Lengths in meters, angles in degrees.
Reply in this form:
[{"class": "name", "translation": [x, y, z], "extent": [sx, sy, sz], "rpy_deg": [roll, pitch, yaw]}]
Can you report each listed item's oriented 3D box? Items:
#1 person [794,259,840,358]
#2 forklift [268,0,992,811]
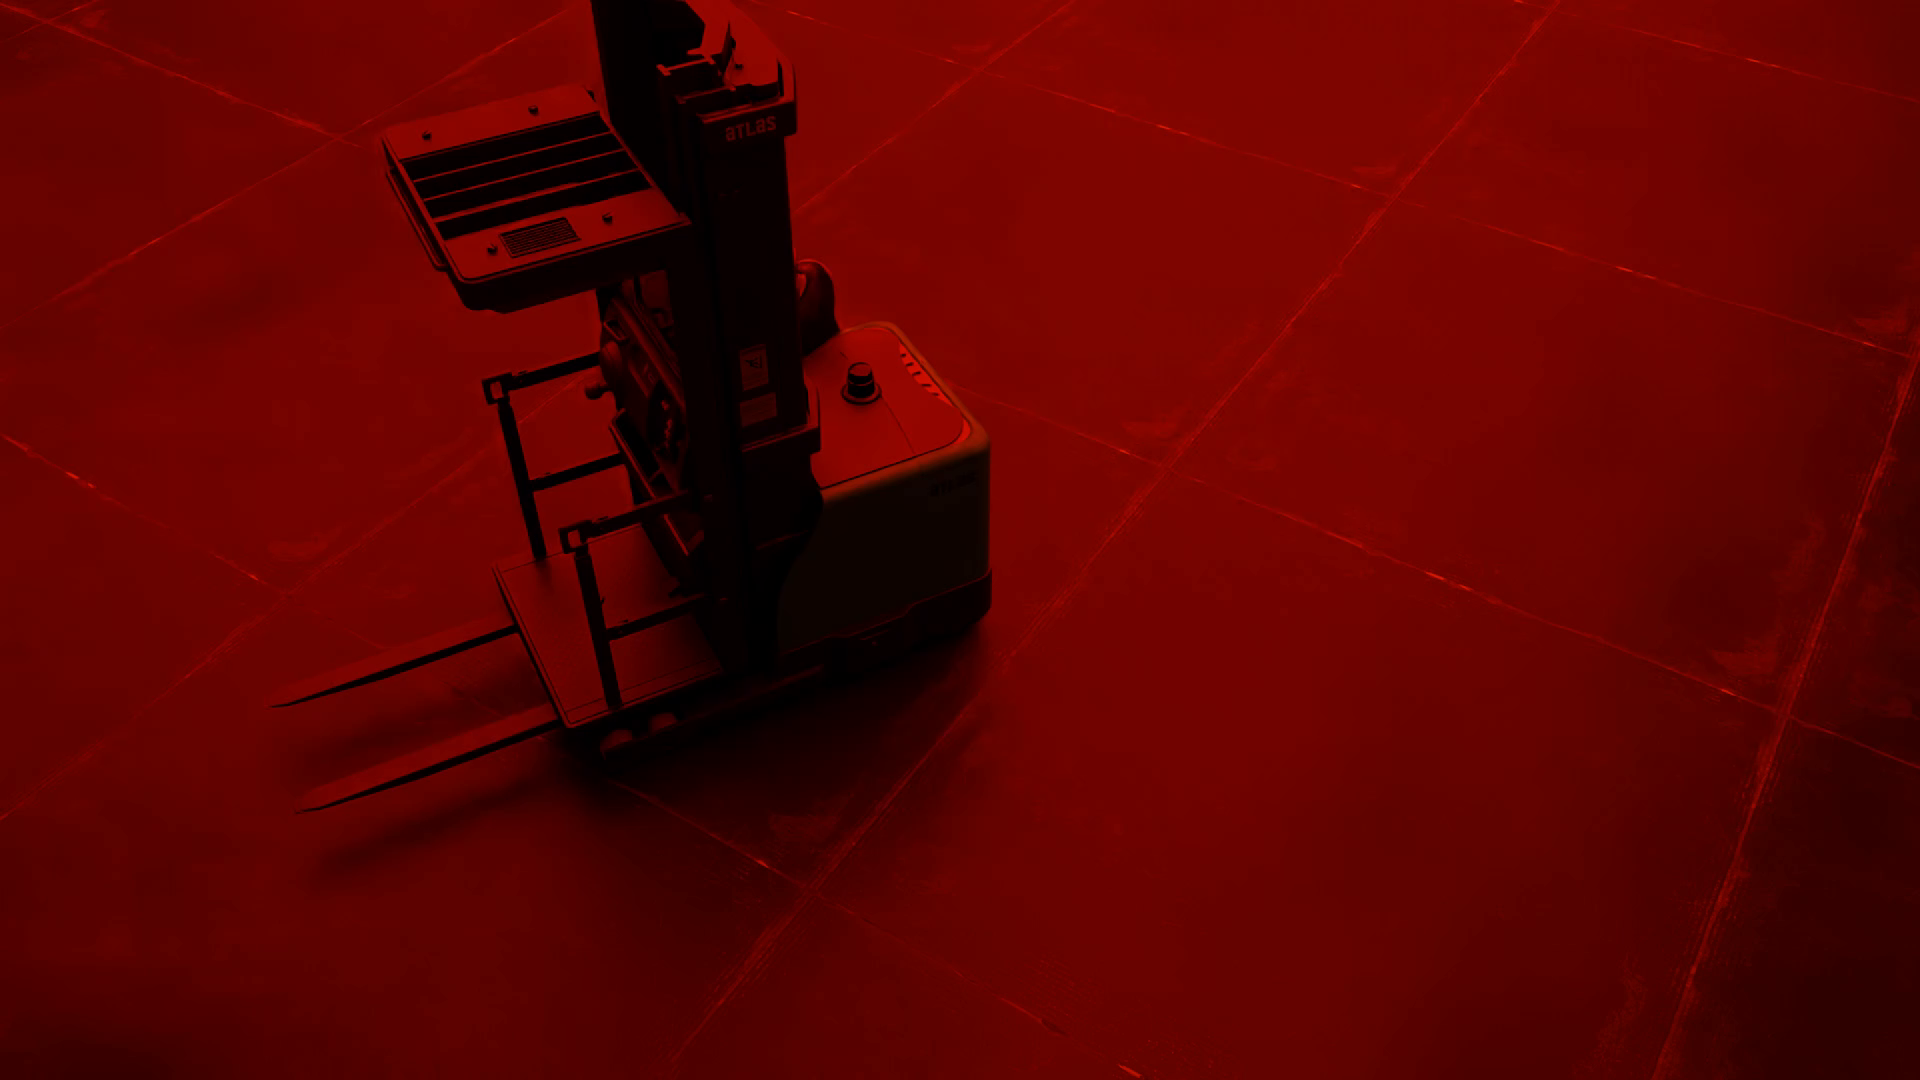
[{"class": "person", "translation": [-0.964, -0.739, 7.600], "extent": [1.016, 1.525, 0.944], "rpy_deg": [9, 44, 10]}, {"class": "forklift", "translation": [-1.404, -0.527, 6.404], "extent": [3.031, 2.935, 1.130], "rpy_deg": [-20, 47, -20]}]
